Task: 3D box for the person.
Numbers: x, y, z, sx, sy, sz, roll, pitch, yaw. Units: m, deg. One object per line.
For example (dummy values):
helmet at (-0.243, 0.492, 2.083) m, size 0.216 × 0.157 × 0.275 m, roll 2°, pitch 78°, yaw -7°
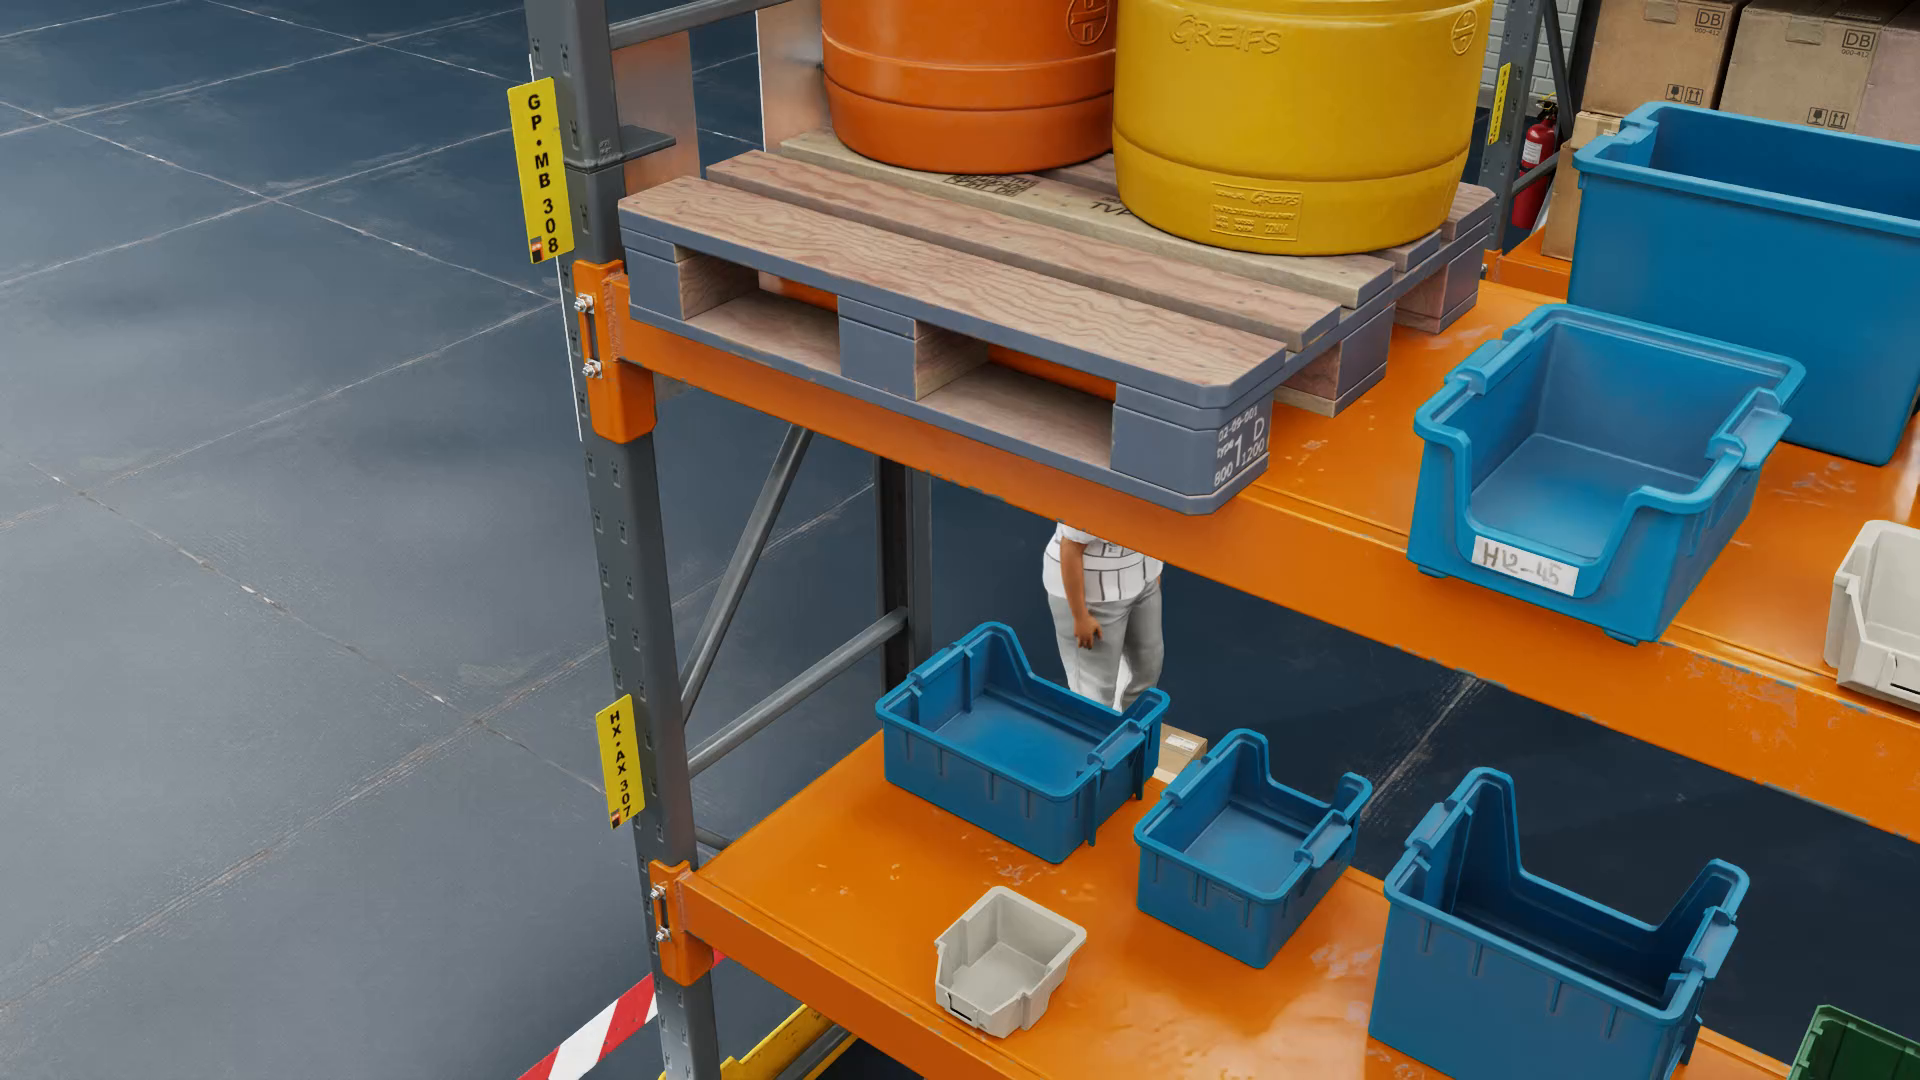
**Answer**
person at (0.545, 0.181, 5.827) m, size 0.468 × 1.665 × 0.537 m, roll 21°, pitch 37°, yaw 31°
